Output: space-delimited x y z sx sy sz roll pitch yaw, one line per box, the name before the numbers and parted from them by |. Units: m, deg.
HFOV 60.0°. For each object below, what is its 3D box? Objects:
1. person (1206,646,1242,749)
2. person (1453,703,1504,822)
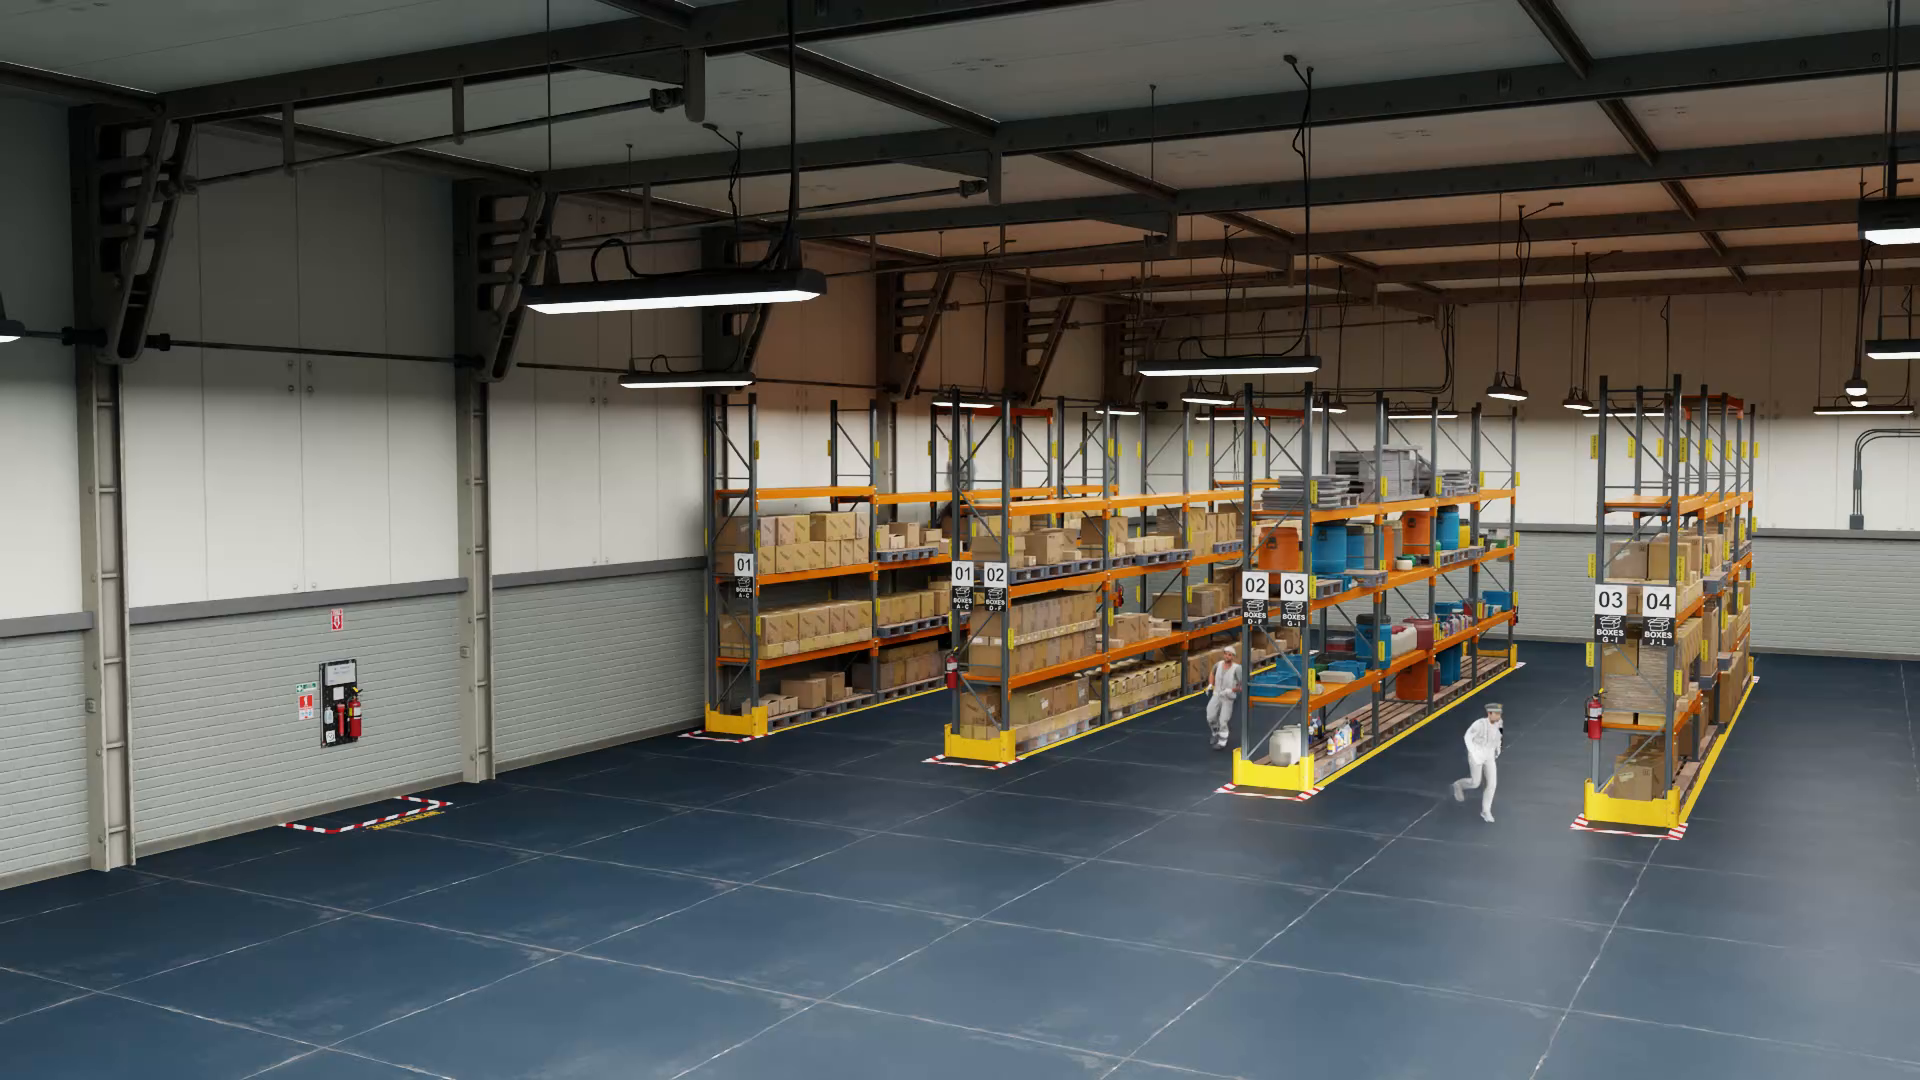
person | 4.406 2.636 27.701 0.703 1.739 0.543 2 4 30
person | 7.103 2.993 22.783 0.630 1.633 0.908 -1 3 -24
